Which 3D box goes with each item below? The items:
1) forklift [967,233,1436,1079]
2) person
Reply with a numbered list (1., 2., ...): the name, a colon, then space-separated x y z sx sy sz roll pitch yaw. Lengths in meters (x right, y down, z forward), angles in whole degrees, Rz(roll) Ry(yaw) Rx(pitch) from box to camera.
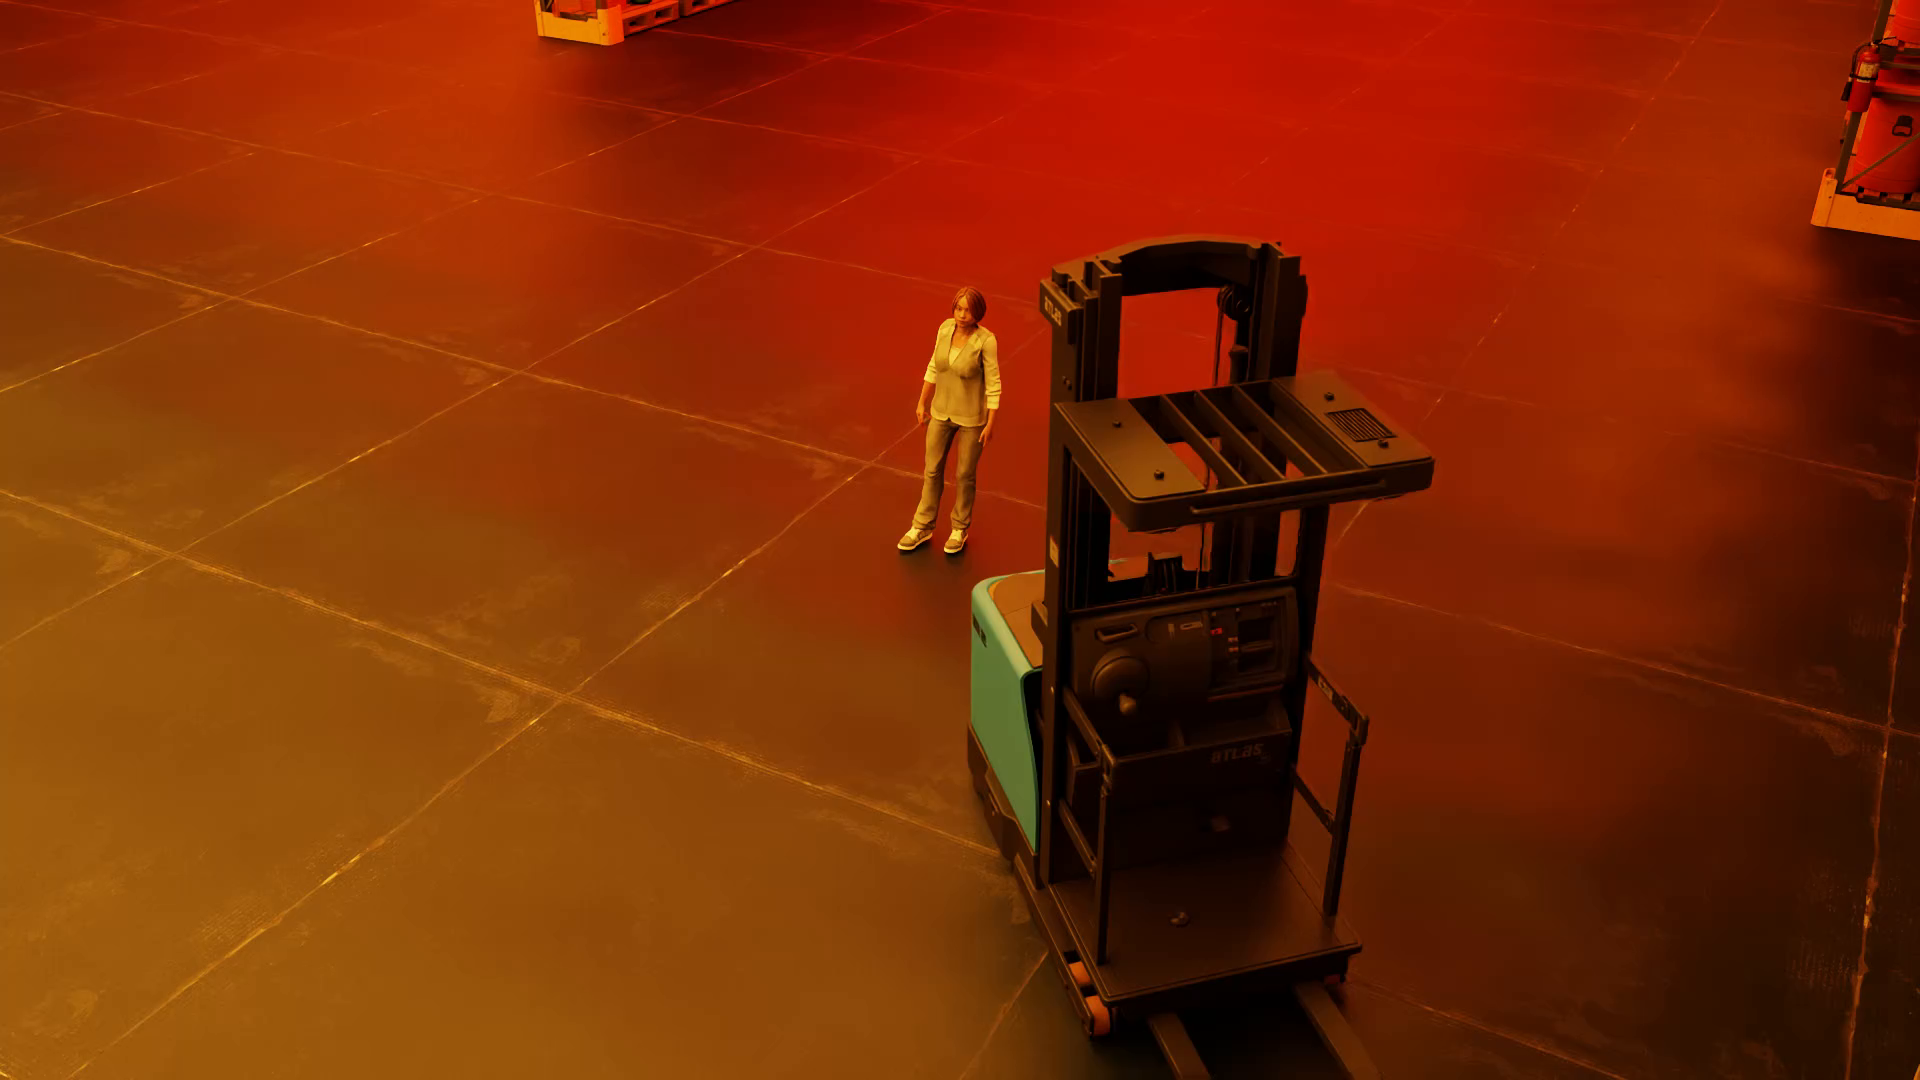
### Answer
1. forklift: 0.937 0.479 6.241 1.130 2.935 3.031 -8 31 -14
2. person: -0.048 -0.662 9.553 0.521 1.584 0.473 15 33 25
